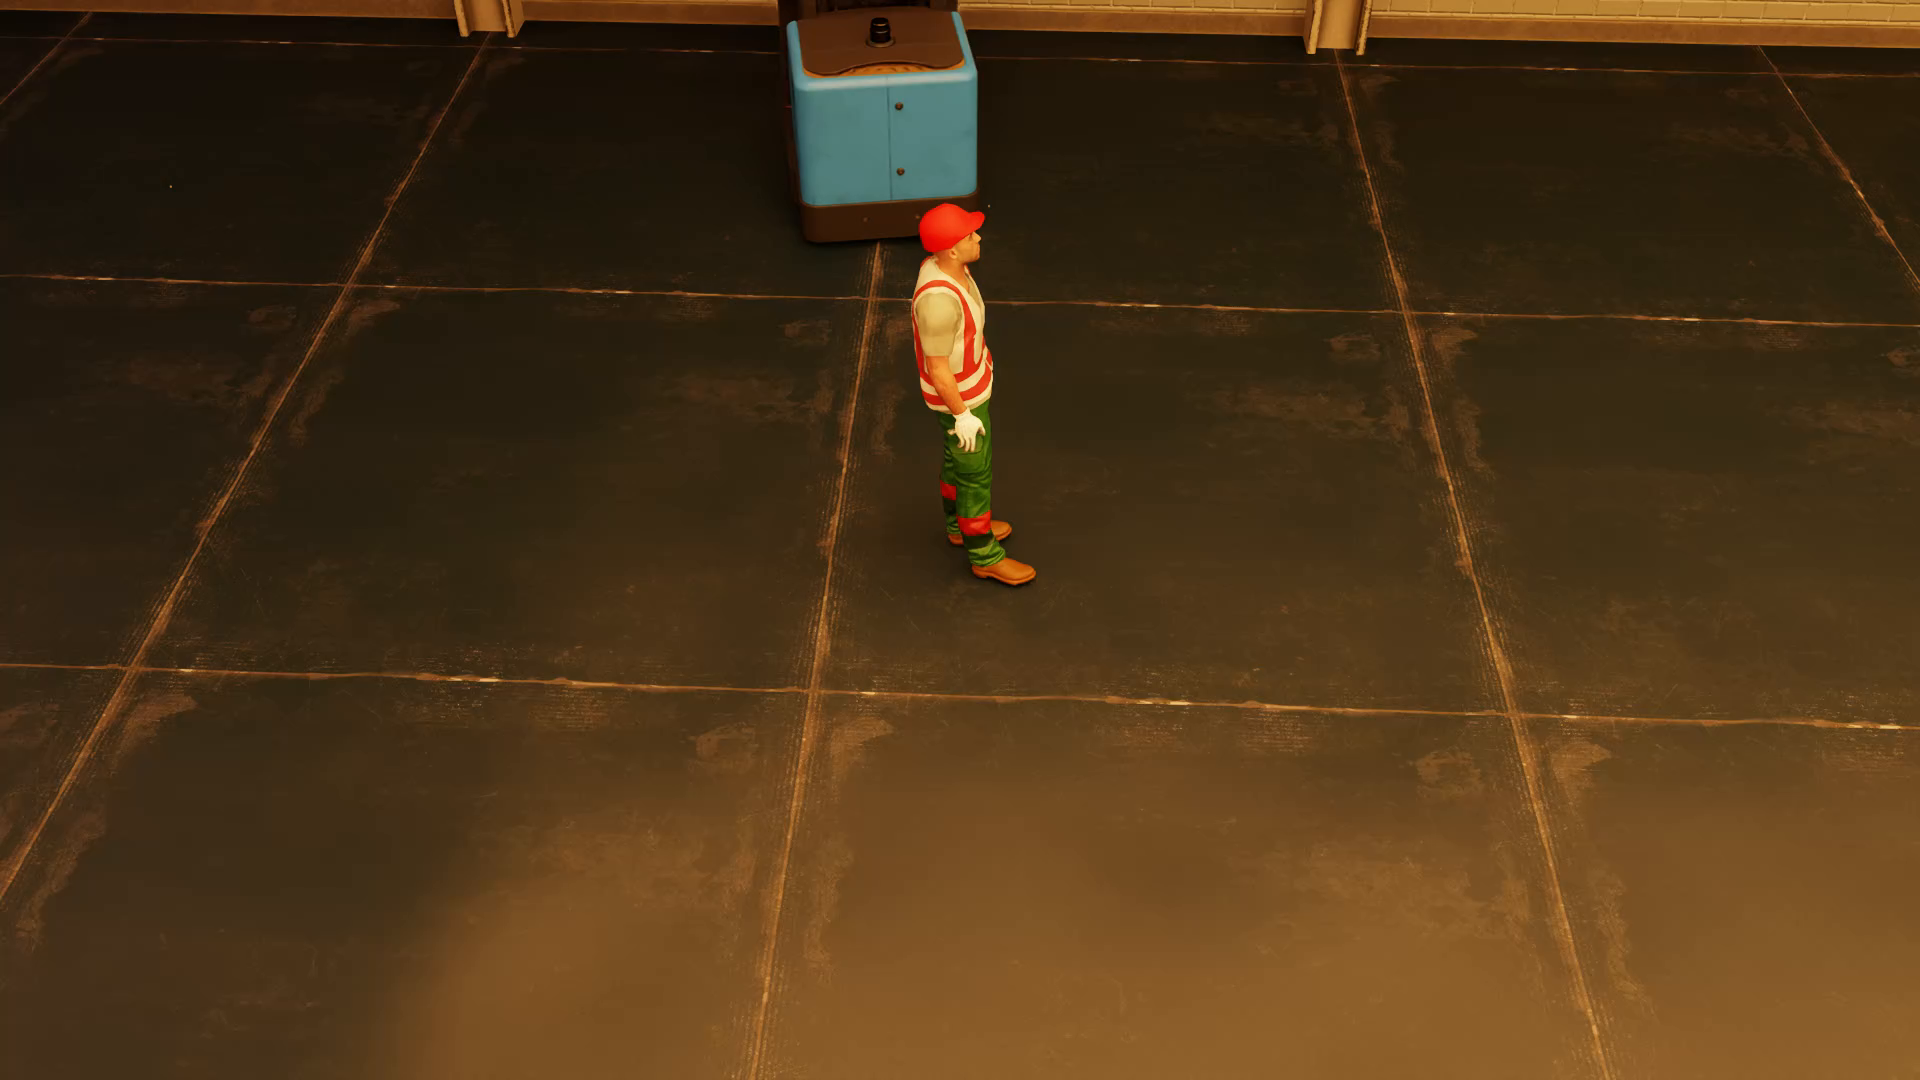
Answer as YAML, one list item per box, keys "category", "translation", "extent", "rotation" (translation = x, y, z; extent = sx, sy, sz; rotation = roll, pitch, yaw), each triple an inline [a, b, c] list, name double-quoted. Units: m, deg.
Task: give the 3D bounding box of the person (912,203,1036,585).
- category: "person"
  translation: [0.080, -0.656, 7.298]
  extent: [0.562, 1.789, 0.638]
  rotation: [2, 42, 2]

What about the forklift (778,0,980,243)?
- category: "forklift"
  translation: [-0.594, -3.814, 9.920]
  extent: [1.130, 2.935, 3.031]
  rotation: [-5, 43, -6]
